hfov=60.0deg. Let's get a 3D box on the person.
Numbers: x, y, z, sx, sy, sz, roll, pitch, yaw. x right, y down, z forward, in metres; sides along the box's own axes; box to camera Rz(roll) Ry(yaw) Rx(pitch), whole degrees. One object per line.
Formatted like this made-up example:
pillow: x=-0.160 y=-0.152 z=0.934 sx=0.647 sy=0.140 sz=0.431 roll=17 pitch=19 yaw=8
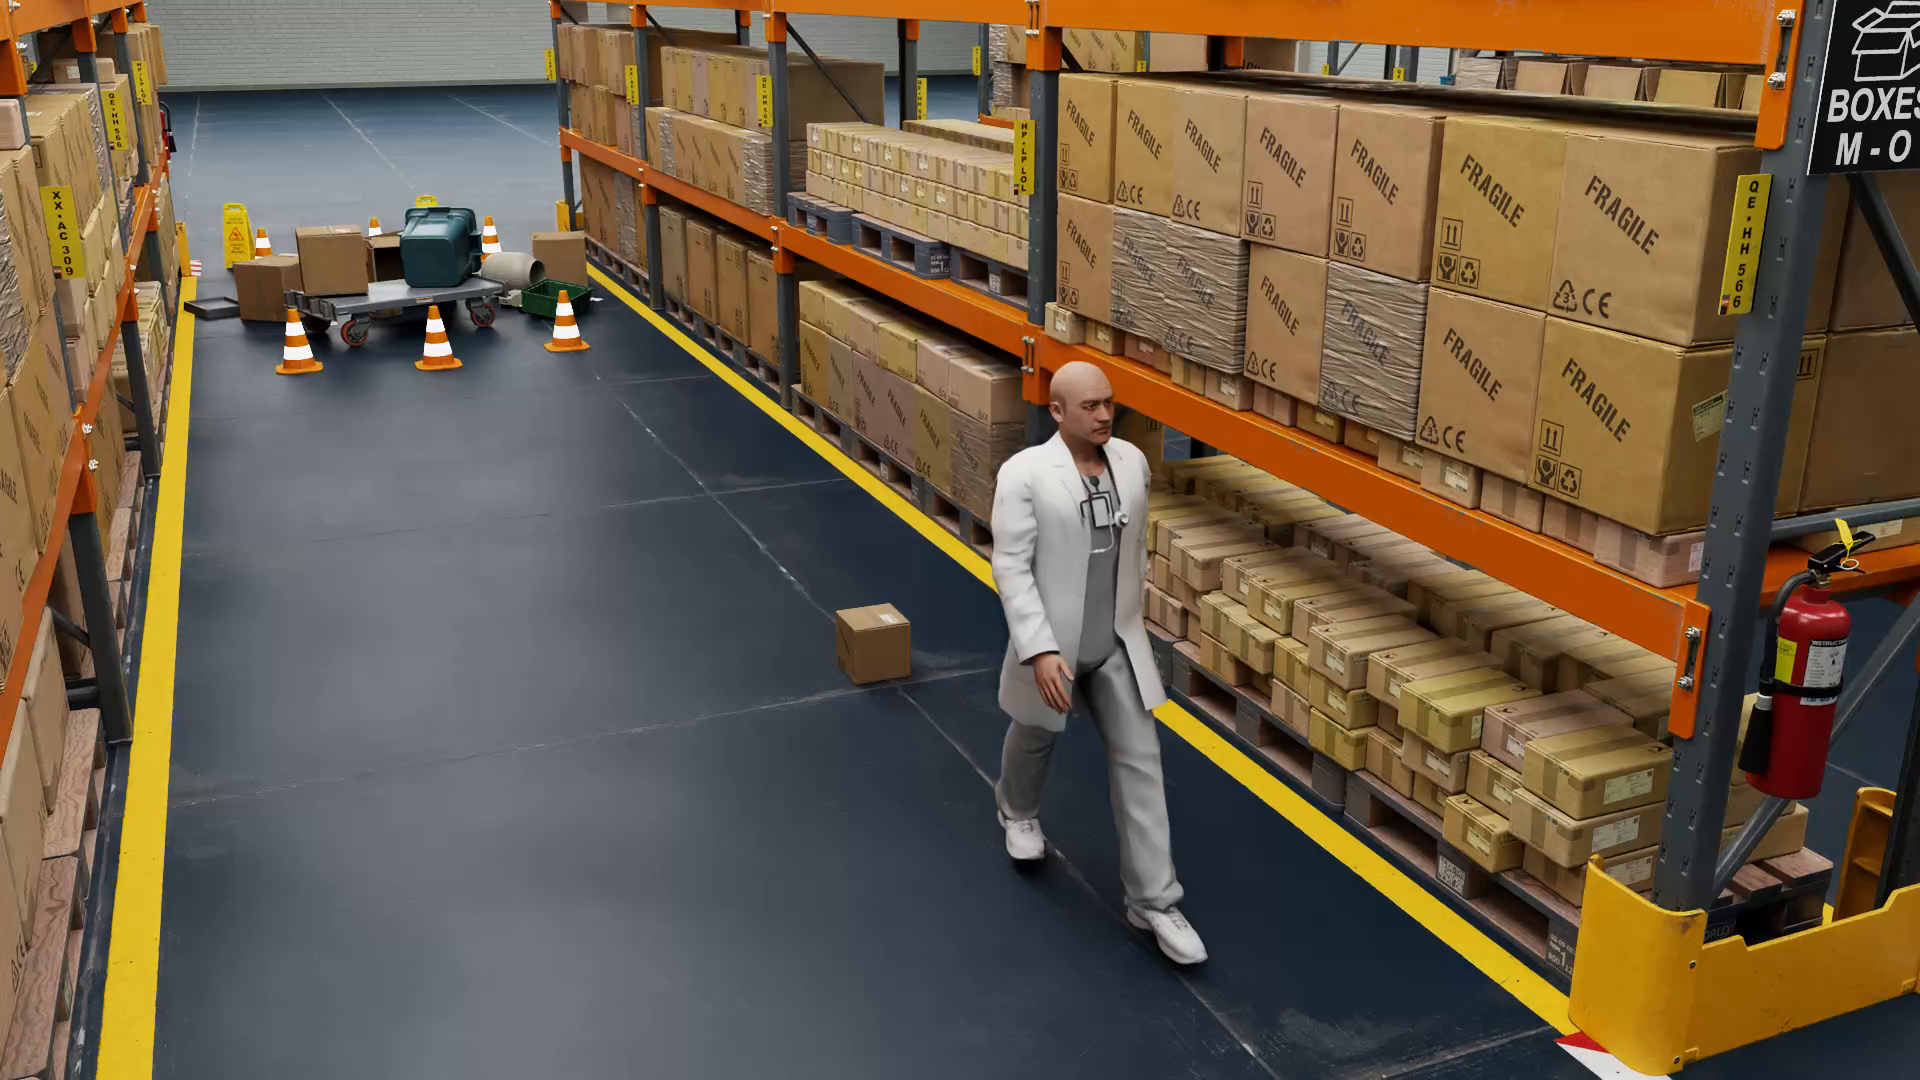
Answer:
person: x=0.388 y=0.320 z=5.077 sx=0.589 sy=1.719 sz=1.116 roll=-7 pitch=20 yaw=-20
